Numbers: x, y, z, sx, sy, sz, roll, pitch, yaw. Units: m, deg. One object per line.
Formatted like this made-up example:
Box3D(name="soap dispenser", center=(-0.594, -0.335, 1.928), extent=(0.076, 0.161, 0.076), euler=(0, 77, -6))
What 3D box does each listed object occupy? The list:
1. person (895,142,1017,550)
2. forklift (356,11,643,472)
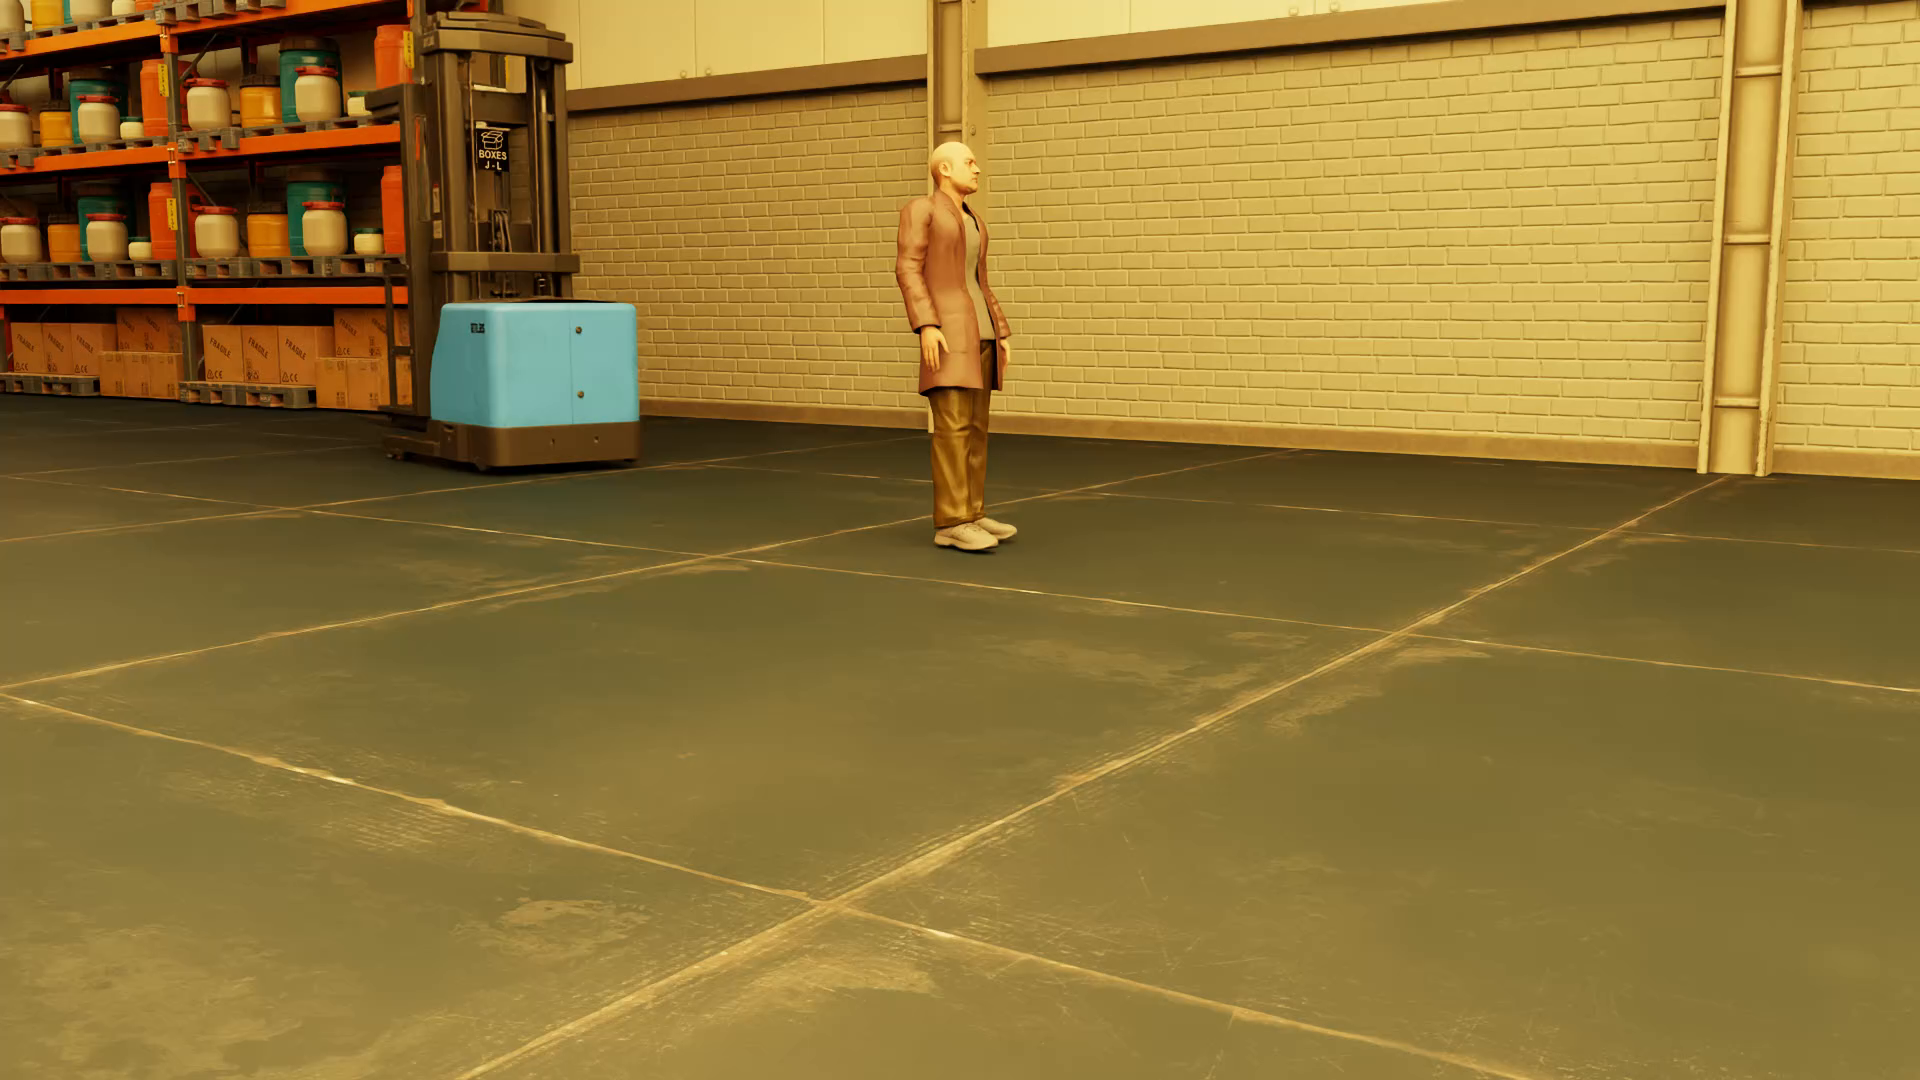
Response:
Box3D(name="person", center=(0.072, -0.879, 7.423), extent=(0.582, 1.775, 0.696), euler=(5, 10, 34))
Box3D(name="forklift", center=(-3.392, -2.039, 11.535), extent=(1.130, 2.935, 3.031), euler=(-6, 10, -38))
